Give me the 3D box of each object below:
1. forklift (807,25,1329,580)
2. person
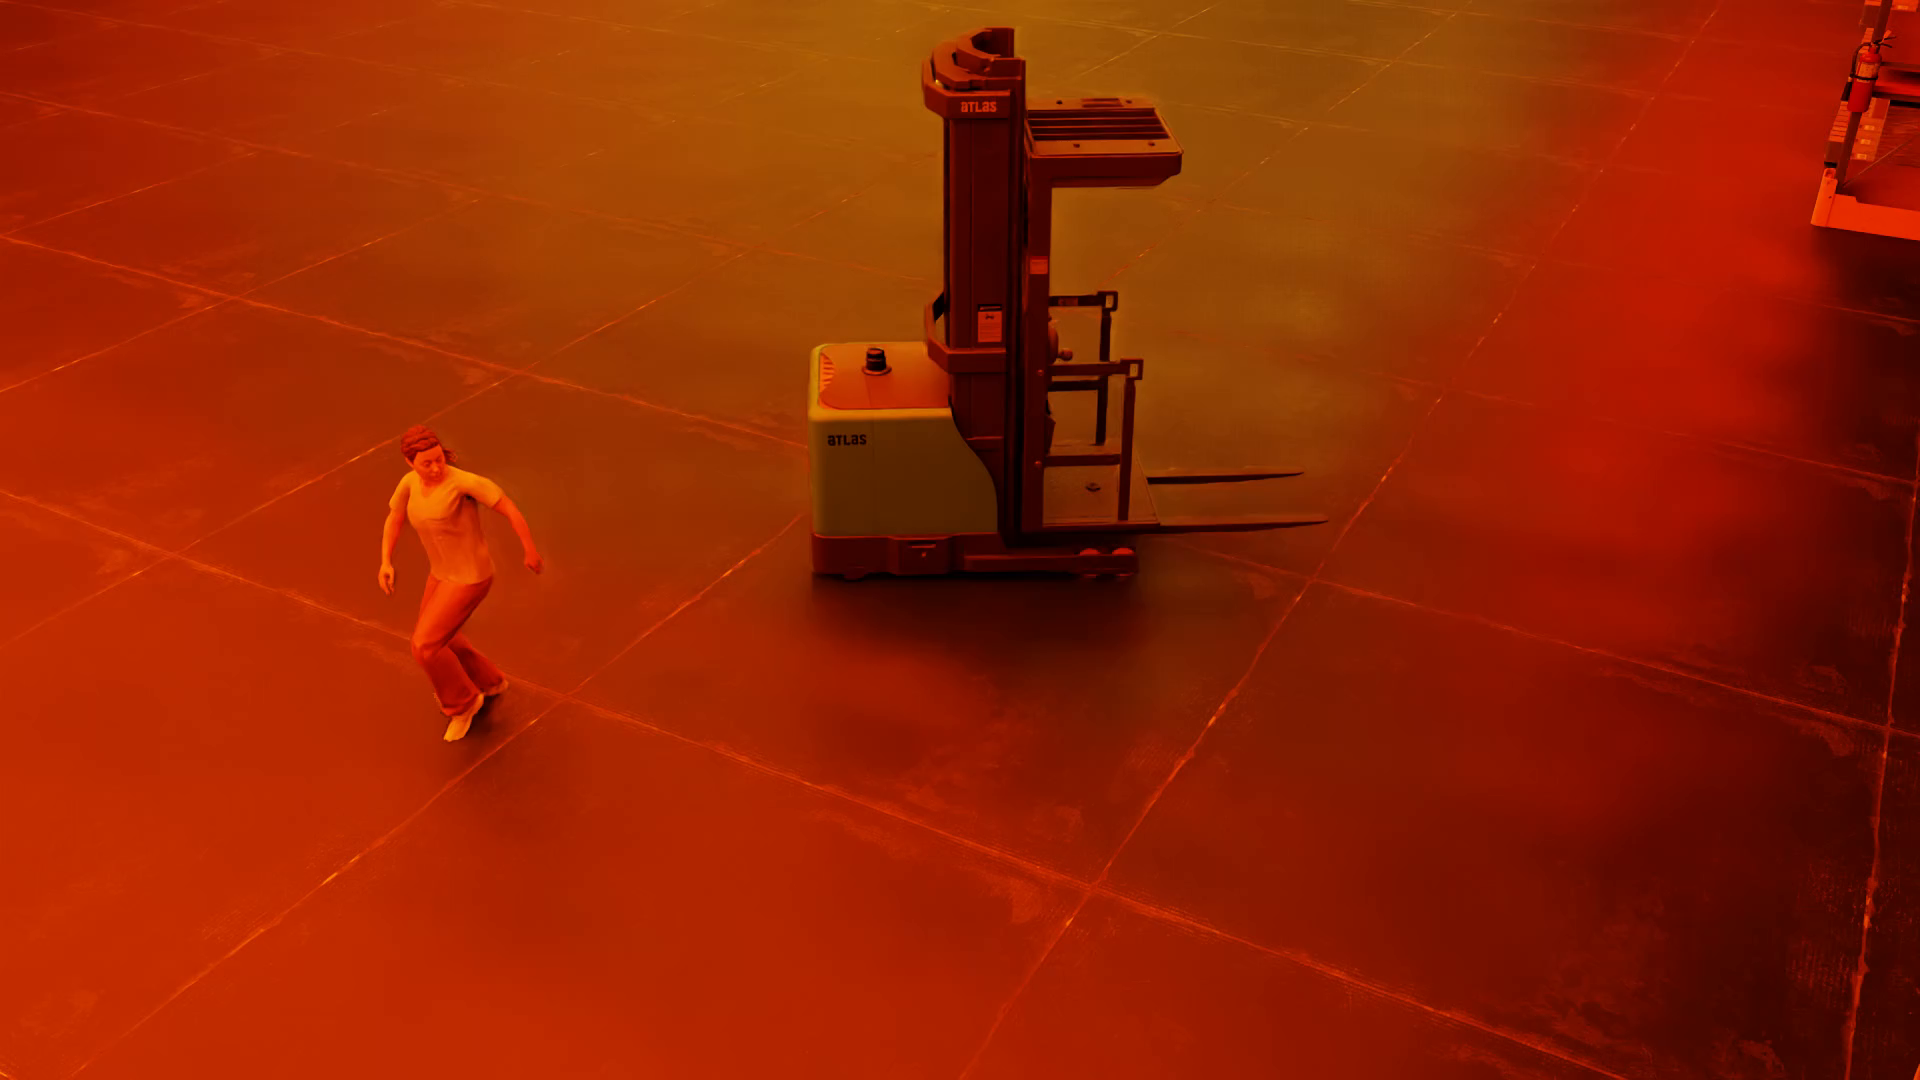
[{"bbox_3d":[0.636,-1.314,9.347,3.031,2.935,1.130,-2,30,-3],"label":"forklift"},{"bbox_3d":[-2.467,0.136,8.095,0.700,1.544,0.585,-26,39,-37],"label":"person"}]
